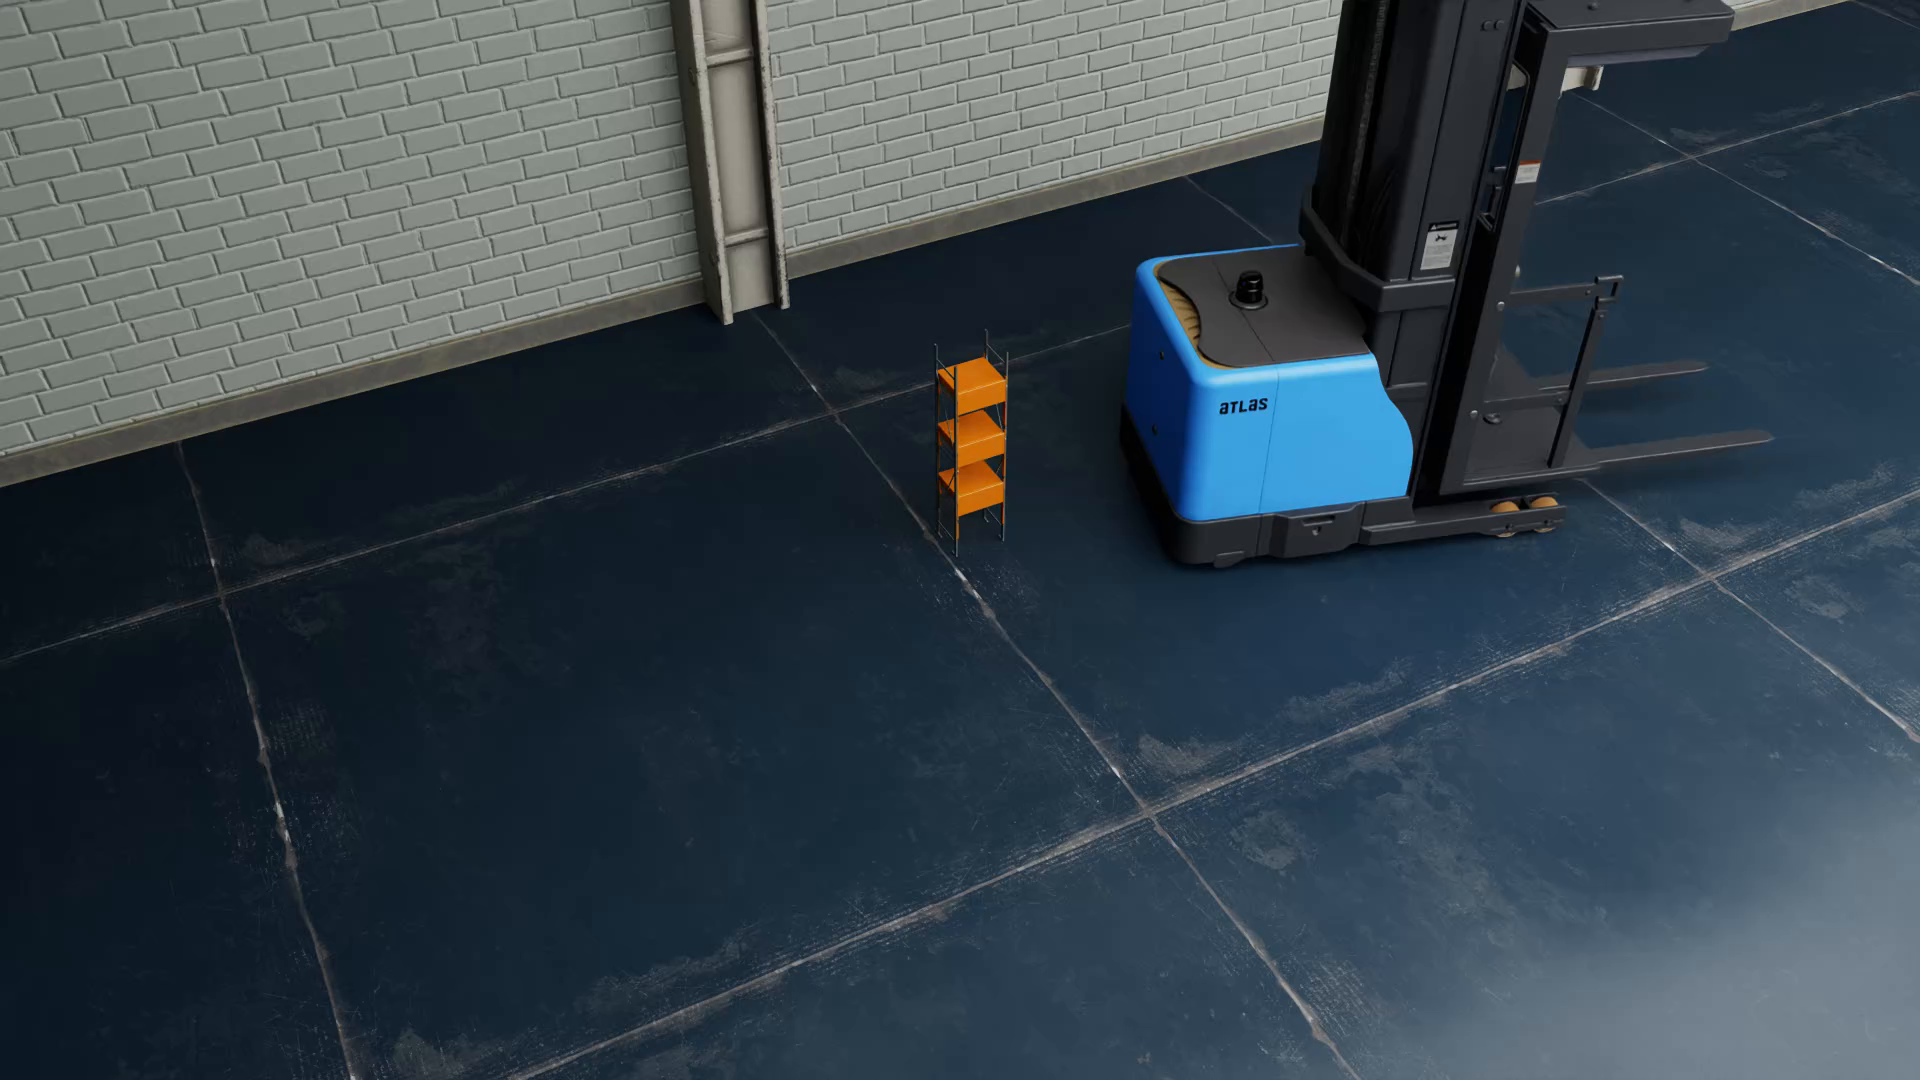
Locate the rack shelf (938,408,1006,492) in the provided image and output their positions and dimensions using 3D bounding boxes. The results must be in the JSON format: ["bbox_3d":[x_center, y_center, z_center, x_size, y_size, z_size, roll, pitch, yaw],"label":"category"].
[{"bbox_3d":[0.047,-0.409,7.425,0.240,0.259,0.215,-19,44,-21],"label":"rack shelf"}]

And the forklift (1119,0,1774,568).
[{"bbox_3d":[2.355,-1.460,7.196,3.031,2.935,1.130,-7,41,-8],"label":"forklift"}]

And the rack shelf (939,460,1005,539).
[{"bbox_3d":[0.047,-0.196,7.605,0.240,0.259,0.215,-19,44,-21],"label":"rack shelf"}]

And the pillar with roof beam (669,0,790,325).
[{"bbox_3d":[0.796,-2.296,3.486,0.400,9.000,9.100,-19,44,-21],"label":"pillar with roof beam"}]

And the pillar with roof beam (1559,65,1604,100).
[{"bbox_3d":[6.118,-4.087,5.602,0.400,9.000,9.100,-19,44,-21],"label":"pillar with roof beam"}]

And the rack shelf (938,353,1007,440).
[{"bbox_3d":[0.047,-0.625,7.242,0.240,0.259,0.215,-19,44,-21],"label":"rack shelf"}]

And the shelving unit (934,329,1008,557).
[{"bbox_3d":[0.047,-0.417,7.419,0.252,1.050,0.215,-19,44,-21],"label":"shelving unit"}]

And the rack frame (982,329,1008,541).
[{"bbox_3d":[0.156,-0.453,7.462,0.008,1.050,0.200,-19,44,-21],"label":"rack frame"}]

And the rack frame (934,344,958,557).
[{"bbox_3d":[-0.061,-0.380,7.376,0.008,1.050,0.200,-19,44,-21],"label":"rack frame"}]
